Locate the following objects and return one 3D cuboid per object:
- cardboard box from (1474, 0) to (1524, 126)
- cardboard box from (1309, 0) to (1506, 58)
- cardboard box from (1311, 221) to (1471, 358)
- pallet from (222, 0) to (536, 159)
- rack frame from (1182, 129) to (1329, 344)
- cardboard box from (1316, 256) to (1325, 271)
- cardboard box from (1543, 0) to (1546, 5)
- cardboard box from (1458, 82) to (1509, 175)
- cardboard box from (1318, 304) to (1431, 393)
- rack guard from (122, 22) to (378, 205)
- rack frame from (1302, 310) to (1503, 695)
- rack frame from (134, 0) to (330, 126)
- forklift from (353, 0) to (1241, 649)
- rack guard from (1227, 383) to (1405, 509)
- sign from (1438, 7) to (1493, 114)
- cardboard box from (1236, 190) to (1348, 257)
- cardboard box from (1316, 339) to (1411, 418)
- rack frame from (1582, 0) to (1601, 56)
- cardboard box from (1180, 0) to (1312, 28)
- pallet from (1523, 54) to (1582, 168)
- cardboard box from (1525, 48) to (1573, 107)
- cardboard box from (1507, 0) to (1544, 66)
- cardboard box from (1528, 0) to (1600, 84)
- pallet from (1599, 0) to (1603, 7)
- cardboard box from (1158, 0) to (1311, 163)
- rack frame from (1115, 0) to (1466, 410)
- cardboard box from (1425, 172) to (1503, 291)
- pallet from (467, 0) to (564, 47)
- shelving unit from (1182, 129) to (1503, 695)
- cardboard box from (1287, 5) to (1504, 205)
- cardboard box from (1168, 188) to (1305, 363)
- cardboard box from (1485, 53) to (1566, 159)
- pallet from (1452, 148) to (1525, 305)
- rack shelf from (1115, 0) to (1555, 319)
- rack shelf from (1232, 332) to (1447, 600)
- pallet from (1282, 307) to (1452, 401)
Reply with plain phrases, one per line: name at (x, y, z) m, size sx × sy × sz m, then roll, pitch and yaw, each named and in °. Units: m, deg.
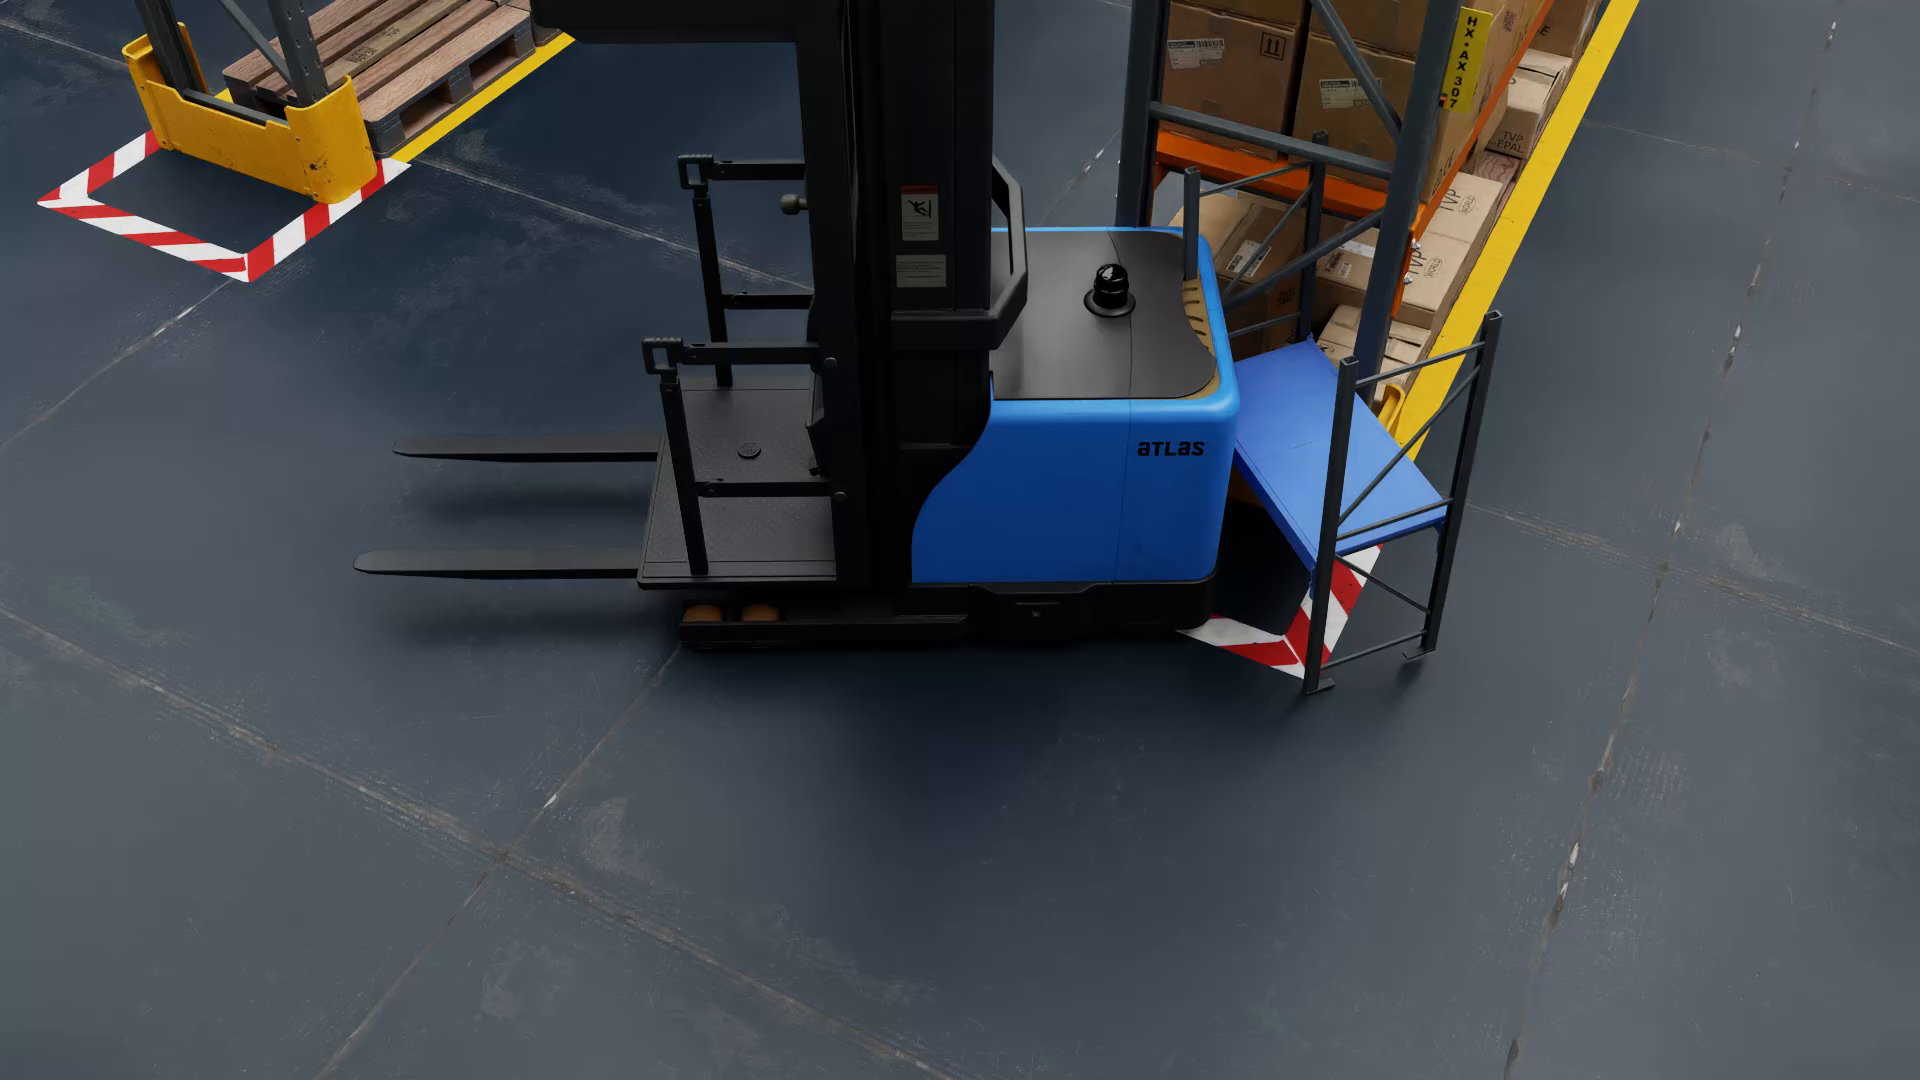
cardboard box at (1.689, -1.850, 5.899) m, size 0.500 × 0.500 × 0.500 m, roll 20°, pitch 49°, yaw 19°
cardboard box at (1.455, -1.875, 5.221) m, size 0.500 × 0.500 × 0.500 m, roll 22°, pitch 49°, yaw 20°
cardboard box at (1.751, -1.048, 6.800) m, size 0.500 × 0.250 × 0.500 m, roll 20°, pitch 49°, yaw 19°
pallet at (-2.953, -2.460, 8.533) m, size 1.003 × 0.211 × 1.213 m, roll 20°, pitch 49°, yaw 19°
rack frame at (1.016, -0.741, 5.899) m, size 0.500 × 1.500 × 0.032 m, roll -18°, pitch 48°, yaw -10°
cardboard box at (1.317, -1.104, 6.915) m, size 0.380 × 0.166 × 0.250 m, roll 20°, pitch 49°, yaw 19°
cardboard box at (2.158, -2.480, 6.521) m, size 0.500 × 0.500 × 0.500 m, roll 21°, pitch 49°, yaw 20°
cardboard box at (2.004, -1.907, 7.472) m, size 0.797 × 0.503 × 0.637 m, roll 20°, pitch 49°, yaw 19°
cardboard box at (1.630, -0.762, 6.577) m, size 0.380 × 0.166 × 0.250 m, roll 20°, pitch 49°, yaw 19°
rack guard at (-3.370, -2.035, 7.910) m, size 1.175 × 0.500 × 0.348 m, roll 20°, pitch 49°, yaw 19°
rack frame at (1.361, -0.061, 5.227) m, size 0.500 × 1.500 × 0.032 m, roll -18°, pitch 48°, yaw -10°
rack frame at (-3.371, -2.933, 7.040) m, size 1.000 × 3.000 × 0.127 m, roll 20°, pitch 49°, yaw 19°
forklift at (-0.623, -1.025, 5.202) m, size 3.031 × 2.935 × 1.130 m, roll -1°, pitch 45°, yaw 0°
rack guard at (1.050, -0.465, 6.358) m, size 1.175 × 0.500 × 0.348 m, roll 20°, pitch 49°, yaw 19°
sign at (1.496, -1.421, 4.937) m, size 0.100 × 0.325 × 0.005 m, roll 20°, pitch 49°, yaw 19°
cardboard box at (1.517, -1.496, 7.244) m, size 0.500 × 0.250 × 0.500 m, roll 20°, pitch 49°, yaw 19°
cardboard box at (1.514, -0.599, 6.428) m, size 0.380 × 0.149 × 0.250 m, roll 20°, pitch 49°, yaw 19°
rack frame at (2.872, -3.816, 7.912) m, size 1.000 × 3.000 × 0.127 m, roll 20°, pitch 49°, yaw 19°
cardboard box at (0.978, -2.053, 5.397) m, size 0.500 × 0.500 × 0.500 m, roll 20°, pitch 49°, yaw 19°
pallet at (2.552, -2.403, 8.477) m, size 1.003 × 0.211 × 1.213 m, roll 20°, pitch 49°, yaw 19°
cardboard box at (2.738, -2.259, 8.069) m, size 0.380 × 0.149 × 0.250 m, roll 20°, pitch 49°, yaw 19°
cardboard box at (1.925, -2.165, 6.211) m, size 0.500 × 0.500 × 0.500 m, roll 20°, pitch 49°, yaw 19°
cardboard box at (2.859, -2.639, 8.197) m, size 0.500 × 0.500 × 0.500 m, roll 20°, pitch 49°, yaw 19°
pallet at (3.216, -3.360, 9.423) m, size 1.003 × 0.211 × 1.213 m, roll 20°, pitch 49°, yaw 19°
cardboard box at (0.982, -1.703, 5.754) m, size 0.500 × 0.500 × 0.500 m, roll 22°, pitch 49°, yaw 20°
rack frame at (1.015, -1.296, 5.422) m, size 1.000 × 3.000 × 0.127 m, roll 20°, pitch 49°, yaw 19°
cardboard box at (1.983, -1.363, 7.112) m, size 0.500 × 0.250 × 0.500 m, roll 20°, pitch 49°, yaw 19°
pallet at (-2.386, -3.226, 9.290) m, size 1.003 × 0.211 × 1.213 m, roll 20°, pitch 49°, yaw 19°
shelving unit at (1.189, -0.401, 5.563) m, size 0.538 × 1.500 × 1.048 m, roll -18°, pitch 48°, yaw -10°
cardboard box at (1.455, -1.523, 5.576) m, size 0.500 × 0.500 × 0.500 m, roll 21°, pitch 49°, yaw 20°
cardboard box at (1.049, -0.996, 6.573) m, size 0.500 × 0.500 × 0.500 m, roll 20°, pitch 49°, yaw 19°
cardboard box at (2.510, -2.100, 7.798) m, size 0.500 × 0.311 × 0.500 m, roll 20°, pitch 49°, yaw 19°
pallet at (1.987, -1.631, 7.714) m, size 1.003 × 0.211 × 1.213 m, roll 20°, pitch 49°, yaw 19°
rack shelf at (1.943, -2.303, 6.923) m, size 1.077 × 0.370 × 4.000 m, roll 20°, pitch 49°, yaw 19°
rack shelf at (1.203, -0.279, 5.694) m, size 0.538 × 0.185 × 1.000 m, roll -18°, pitch 48°, yaw -10°
pallet at (1.420, -0.866, 6.957) m, size 1.003 × 0.211 × 1.213 m, roll 20°, pitch 49°, yaw 19°
